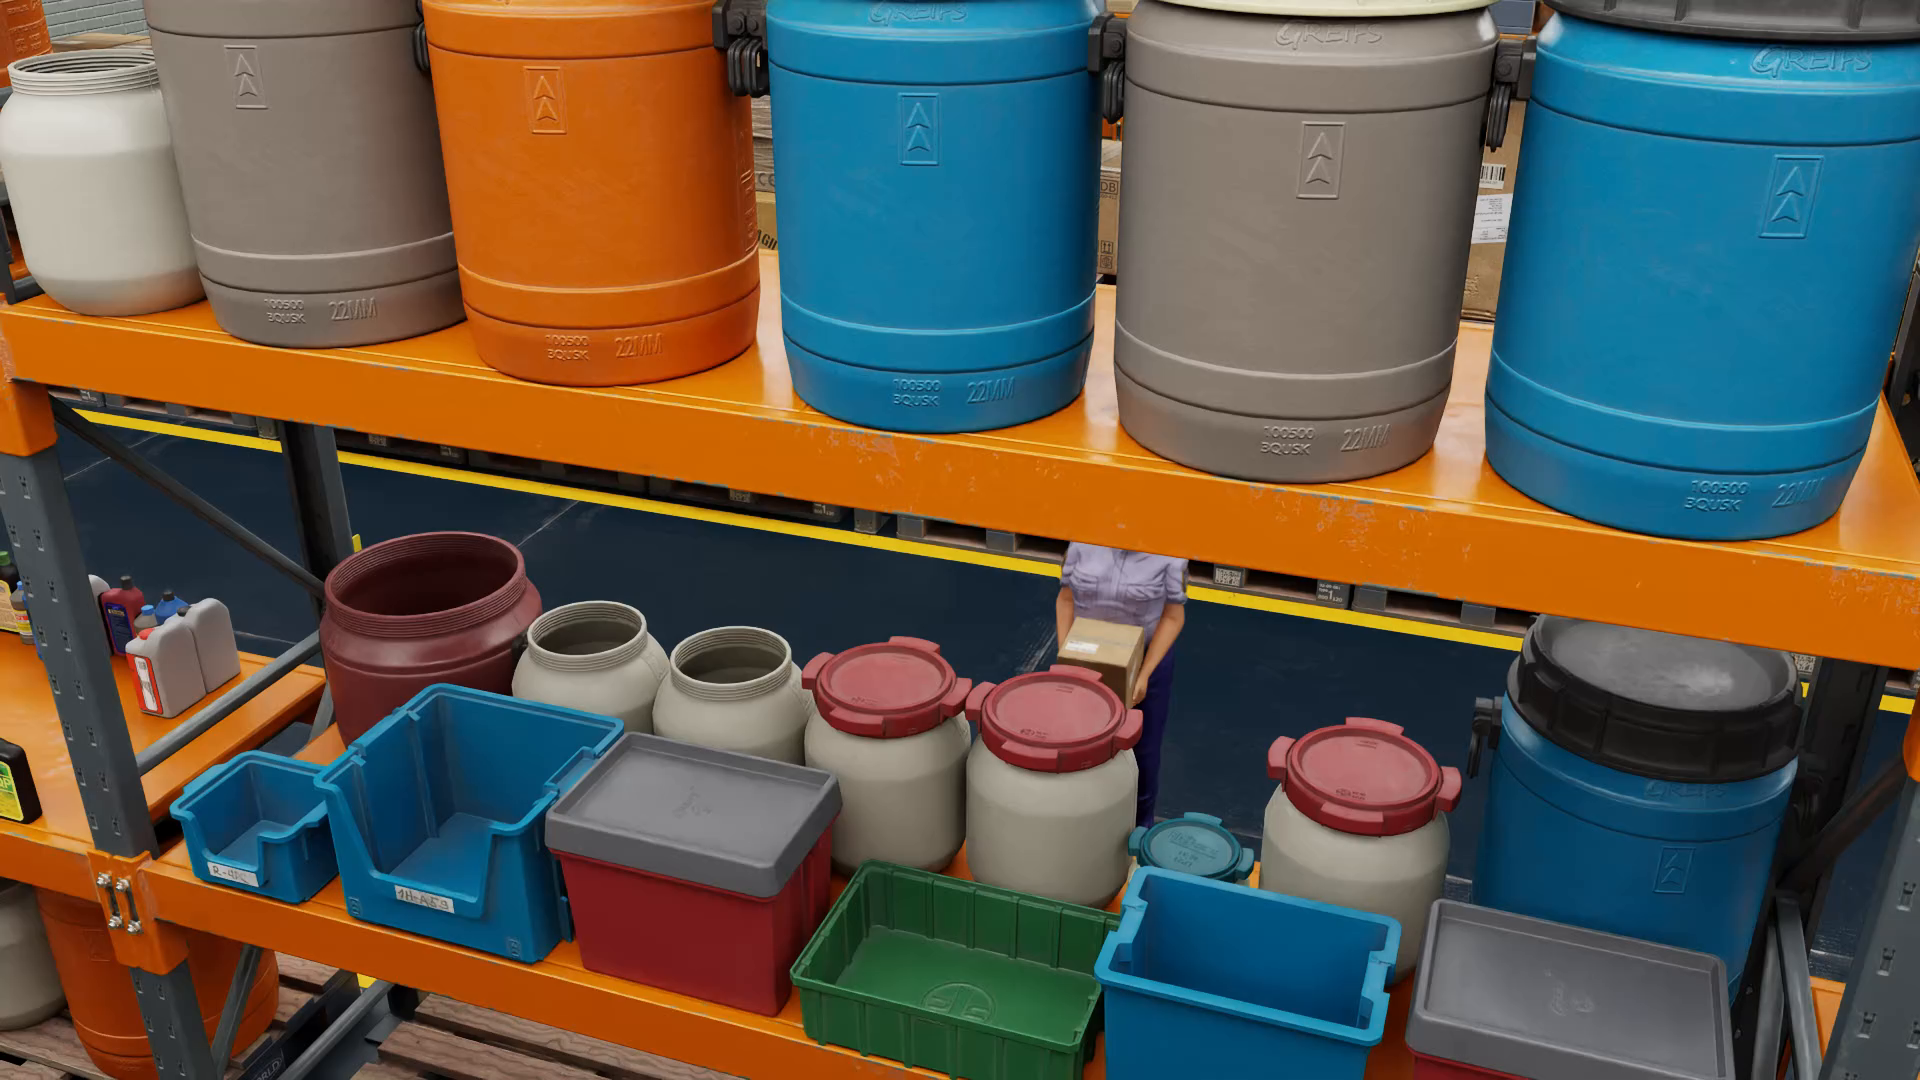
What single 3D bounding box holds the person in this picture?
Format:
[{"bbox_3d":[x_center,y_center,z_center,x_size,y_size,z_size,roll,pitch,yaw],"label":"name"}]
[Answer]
[{"bbox_3d":[0.566,0.498,6.093,0.484,1.653,0.487,9,27,17],"label":"person"}]
